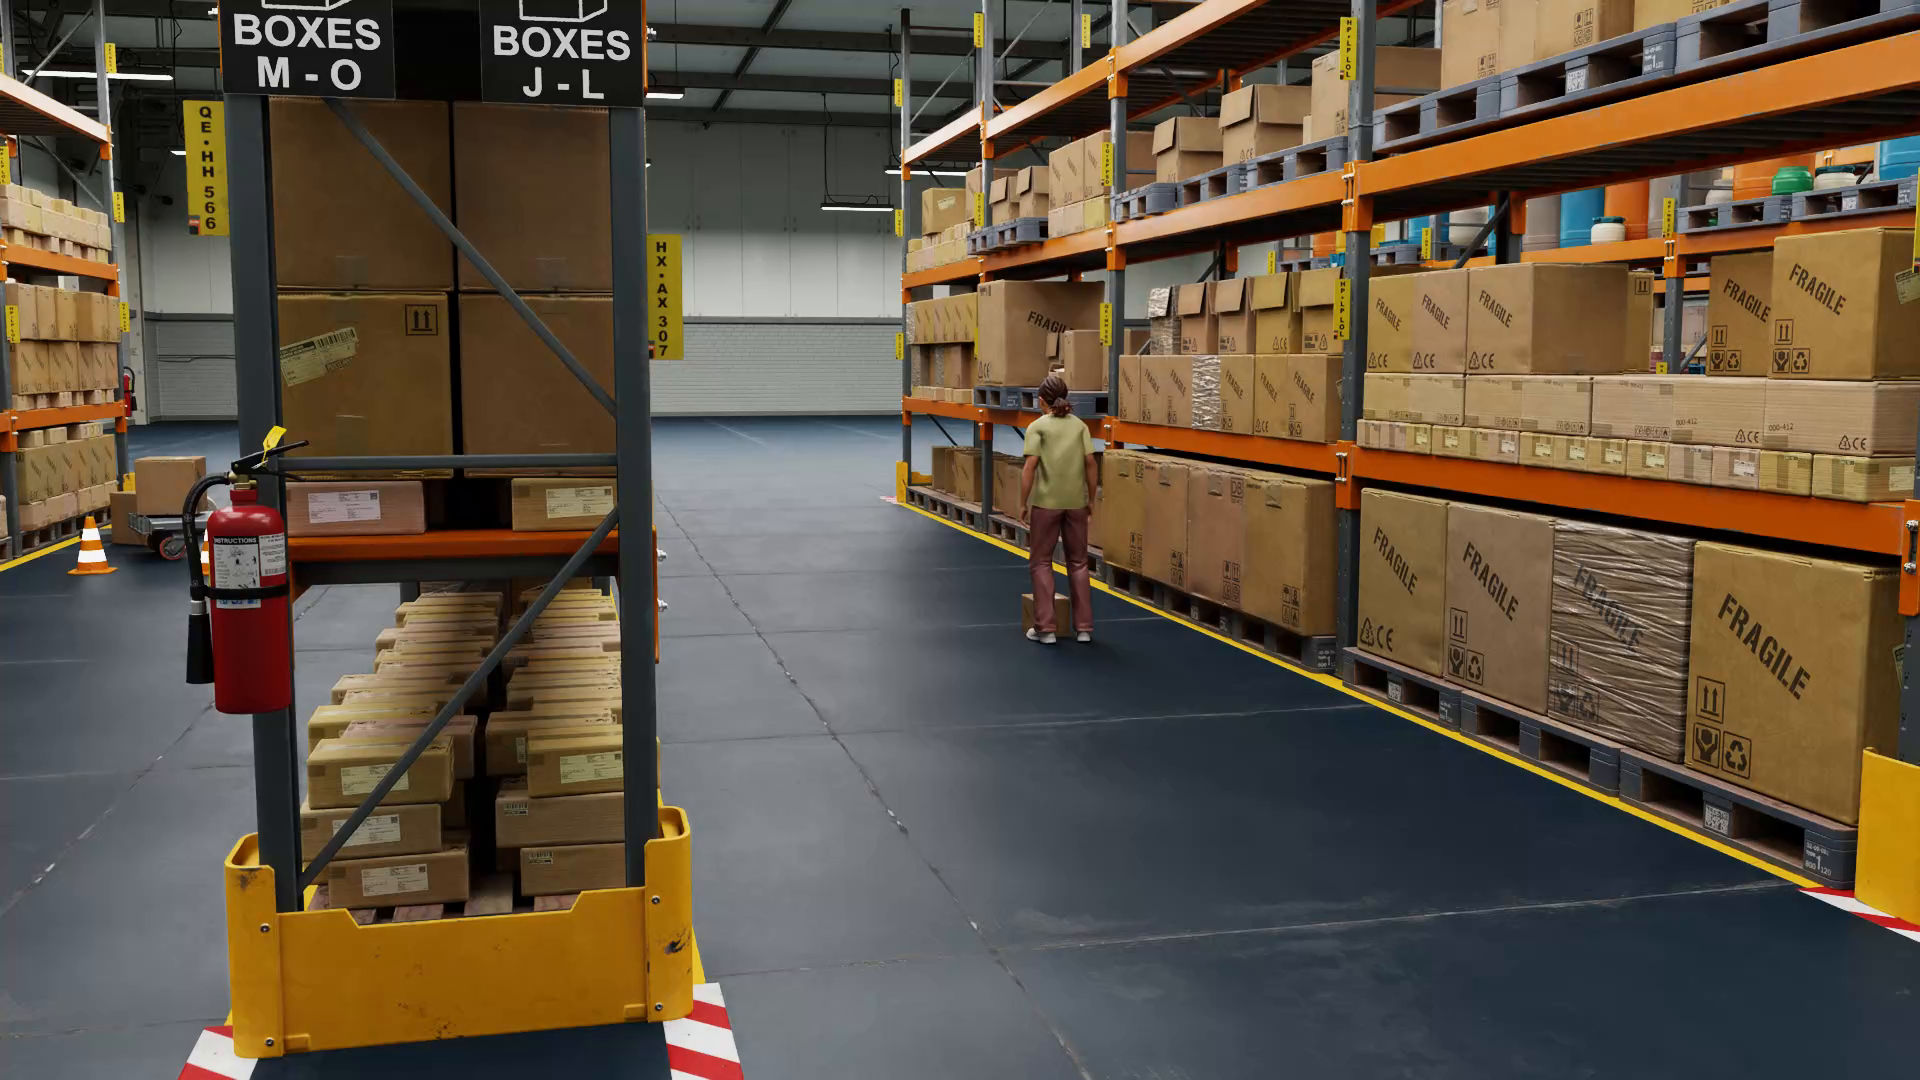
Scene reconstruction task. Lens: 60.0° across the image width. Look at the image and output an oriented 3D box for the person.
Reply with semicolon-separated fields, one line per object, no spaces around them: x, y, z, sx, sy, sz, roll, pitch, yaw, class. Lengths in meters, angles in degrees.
0.613;-0.194;10.426;0.520;1.673;0.353;-2;6;-17;person
